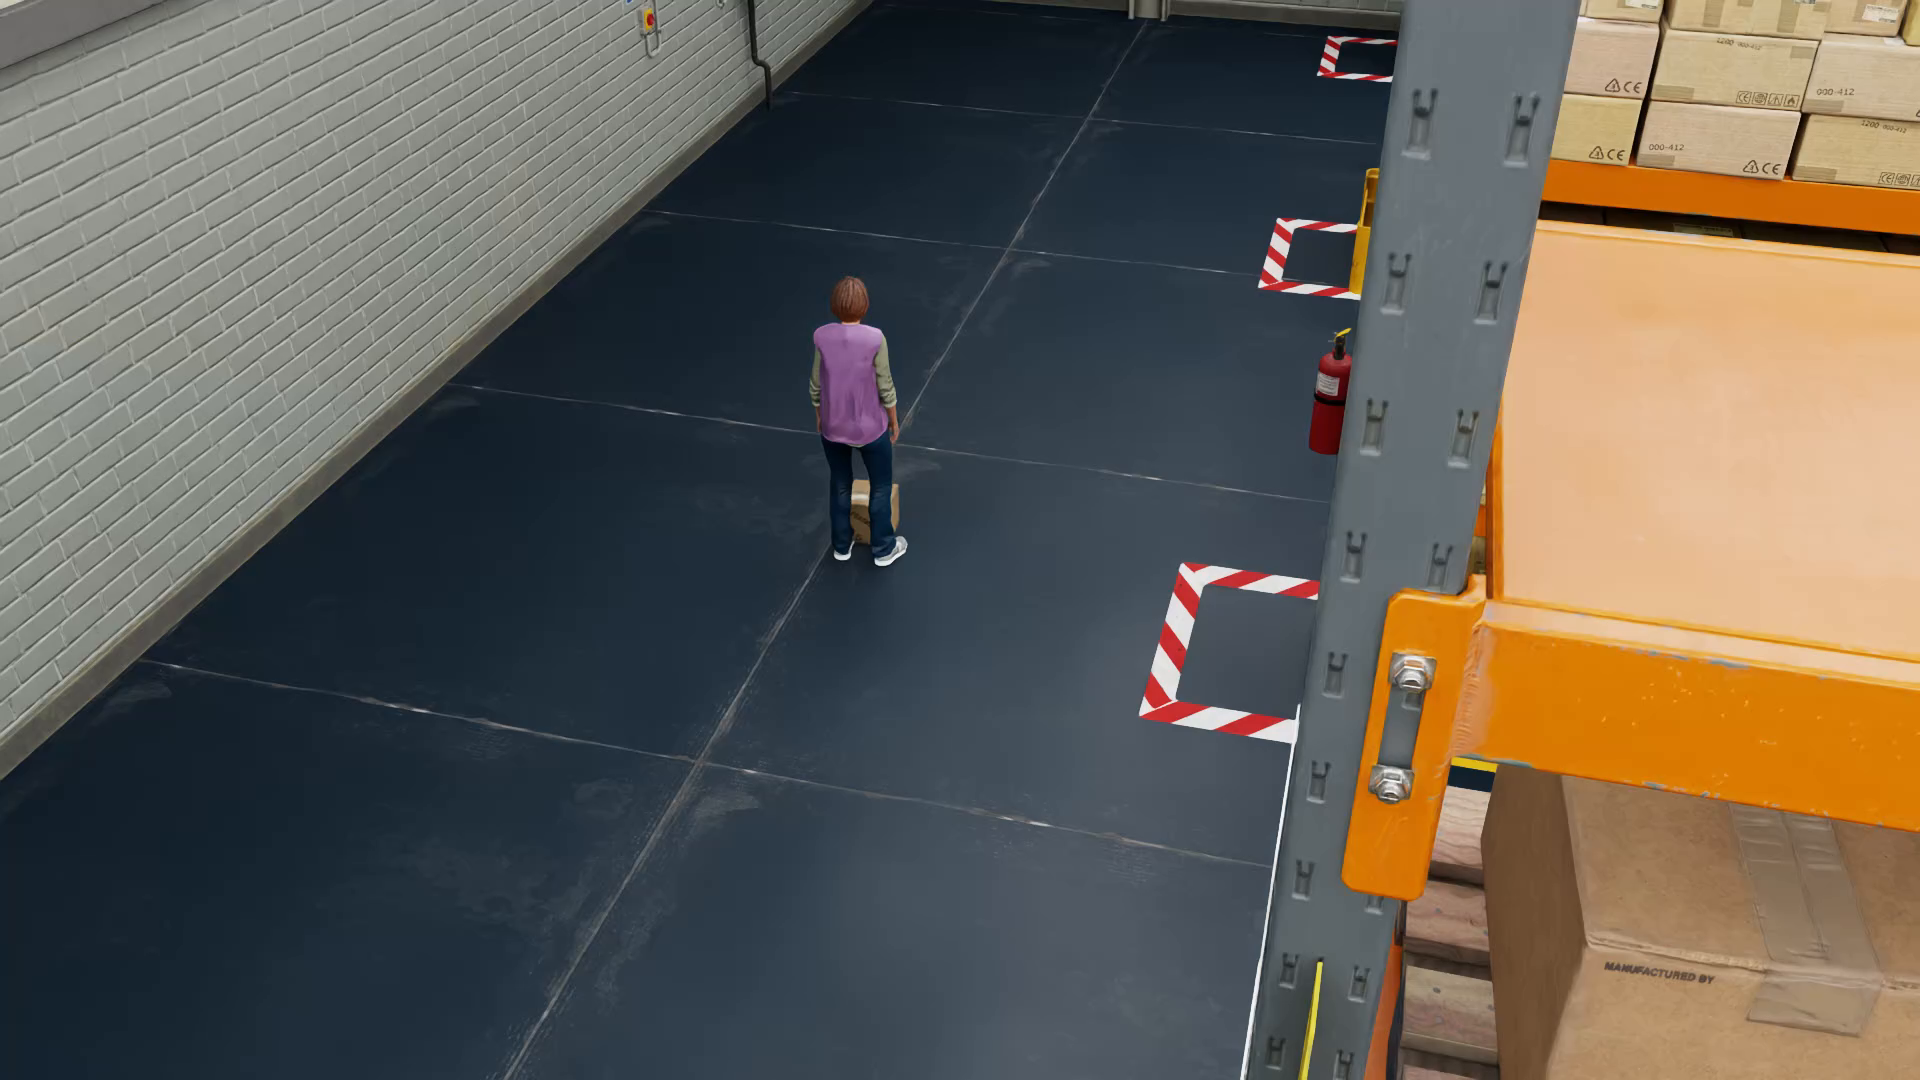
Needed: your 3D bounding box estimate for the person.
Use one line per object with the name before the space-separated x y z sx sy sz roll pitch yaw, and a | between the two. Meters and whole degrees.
person | -0.536 -0.583 8.537 0.462 1.593 0.347 7 34 11
